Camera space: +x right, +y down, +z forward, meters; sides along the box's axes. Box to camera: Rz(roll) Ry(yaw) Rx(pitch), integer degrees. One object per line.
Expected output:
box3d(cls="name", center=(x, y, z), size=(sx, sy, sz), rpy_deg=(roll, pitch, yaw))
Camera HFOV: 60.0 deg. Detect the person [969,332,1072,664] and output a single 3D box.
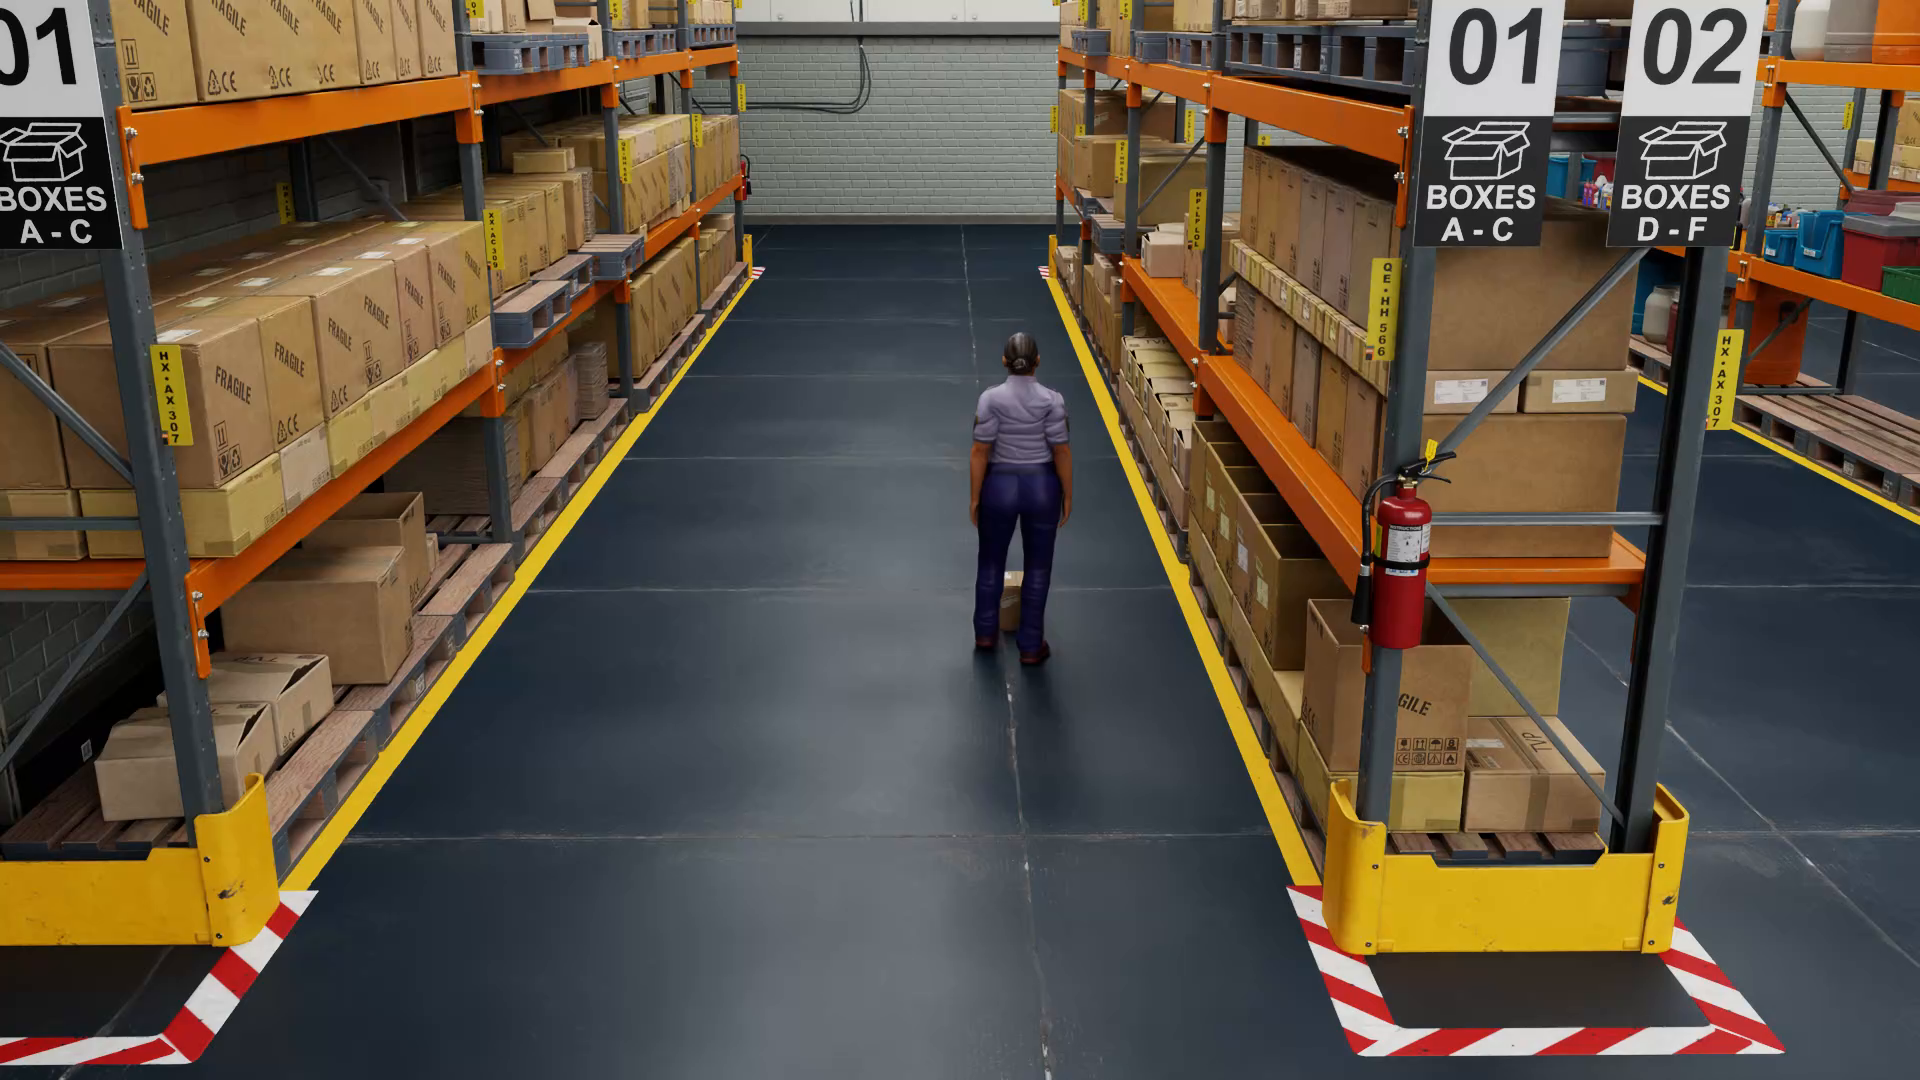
box3d(cls="person", center=(0.308, -0.225, 8.283), size=(0.504, 1.655, 0.526), rpy_deg=(2, 17, 5))
